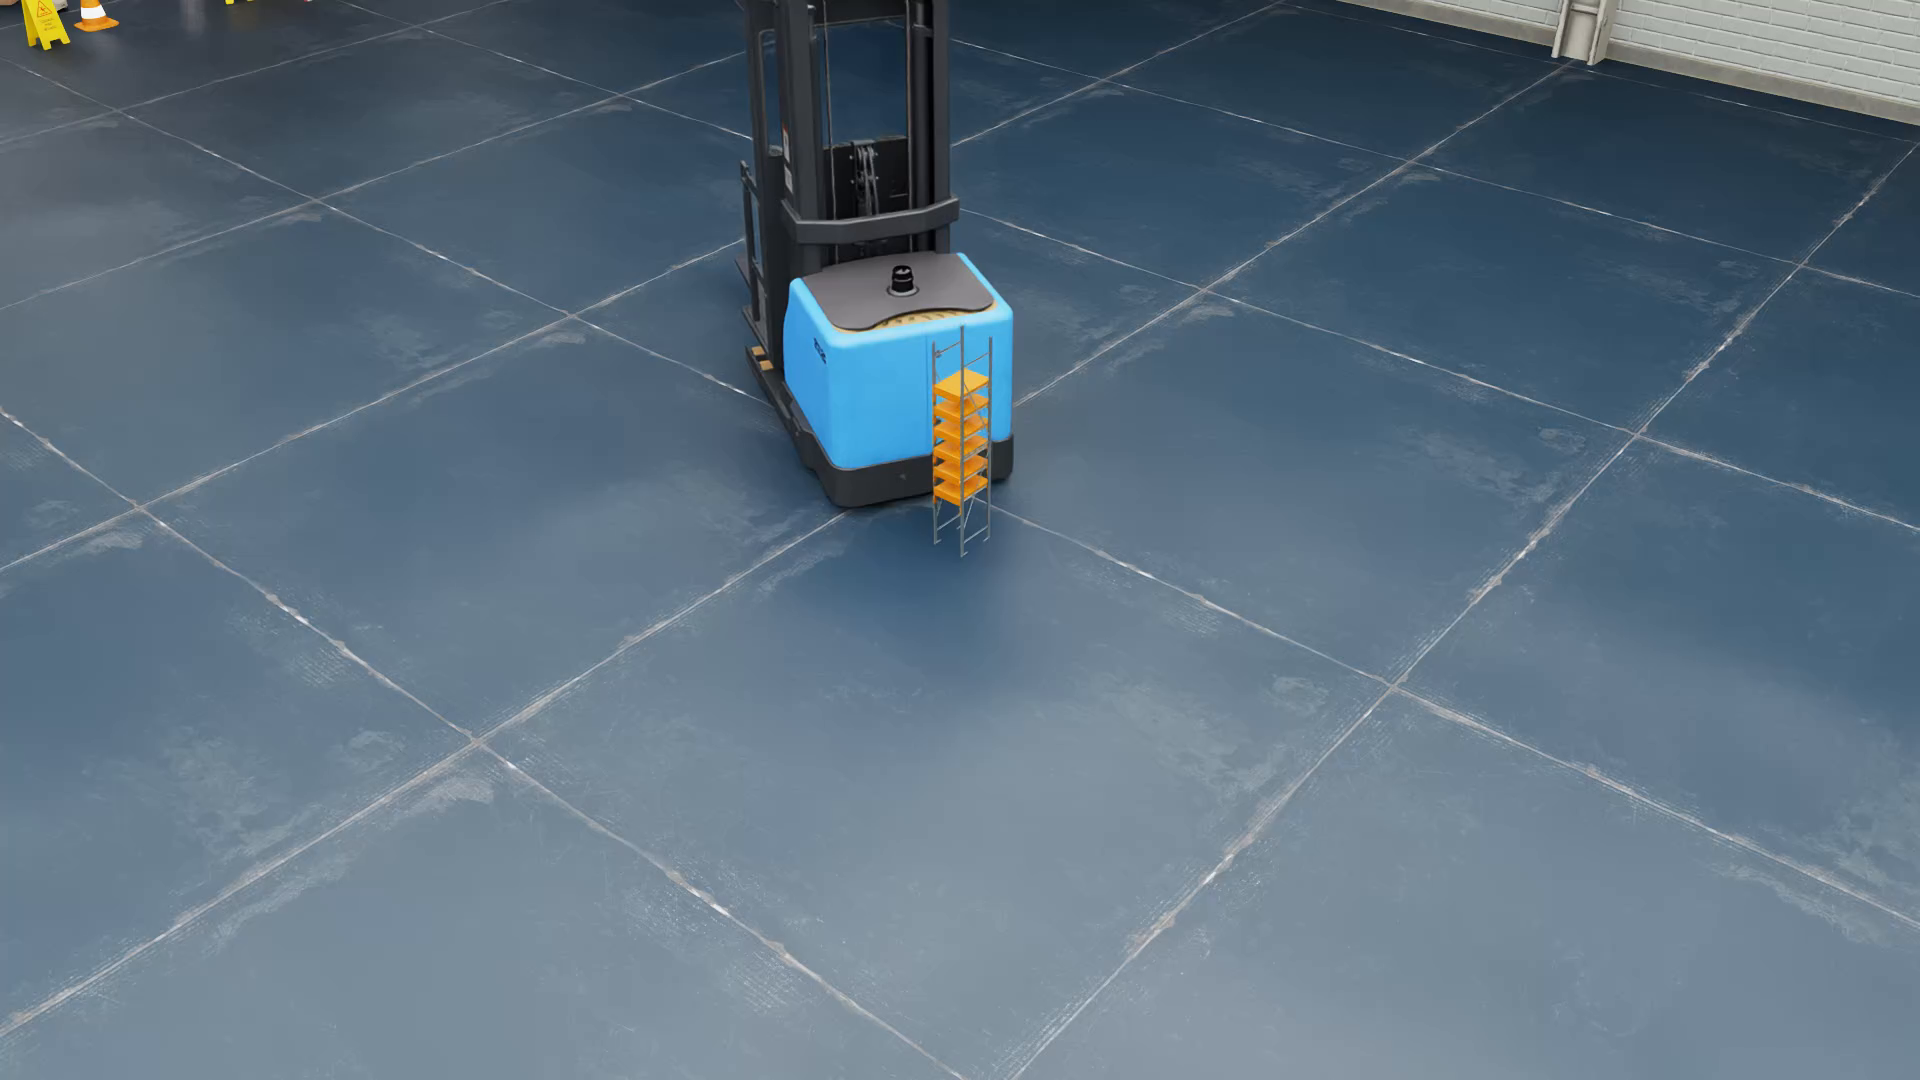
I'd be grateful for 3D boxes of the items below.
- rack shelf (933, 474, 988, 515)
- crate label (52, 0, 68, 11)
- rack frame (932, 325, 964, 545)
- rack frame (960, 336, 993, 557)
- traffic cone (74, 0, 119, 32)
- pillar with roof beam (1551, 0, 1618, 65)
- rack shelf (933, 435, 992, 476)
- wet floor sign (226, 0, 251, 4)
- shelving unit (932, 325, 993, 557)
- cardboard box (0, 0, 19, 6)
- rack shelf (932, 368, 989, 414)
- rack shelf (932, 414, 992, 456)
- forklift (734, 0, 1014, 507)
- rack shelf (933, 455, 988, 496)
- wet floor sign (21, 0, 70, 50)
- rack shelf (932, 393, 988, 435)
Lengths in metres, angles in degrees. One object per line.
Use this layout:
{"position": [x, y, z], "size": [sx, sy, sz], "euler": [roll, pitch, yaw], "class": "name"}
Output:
{"position": [0.011, -0.255, 8.646], "size": [0.180, 0.103, 0.258], "euler": [25, 42, 32], "class": "rack shelf"}
{"position": [-8.991, -5.293, 16.419], "size": [0.298, 0.136, 0.250], "euler": [6, 35, 8], "class": "crate label"}
{"position": [-0.059, -0.523, 8.533], "size": [0.006, 1.200, 0.240], "euler": [25, 42, 32], "class": "rack frame"}
{"position": [0.081, -0.456, 8.437], "size": [0.006, 1.200, 0.240], "euler": [25, 42, 32], "class": "rack frame"}
{"position": [-8.347, -5.170, 15.951], "size": [0.334, 0.463, 0.336], "euler": [25, 42, 32], "class": "traffic cone"}
{"position": [2.940, -6.286, 10.036], "size": [0.400, 9.000, 9.100], "euler": [25, 42, 32], "class": "pillar with roof beam"}
{"position": [0.011, -0.453, 8.510], "size": [0.180, 0.103, 0.258], "euler": [25, 42, 32], "class": "rack shelf"}
{"position": [-7.281, -5.722, 16.594], "size": [0.267, 0.644, 0.232], "euler": [-18, 38, -25], "class": "wet floor sign"}
{"position": [0.011, -0.489, 8.485], "size": [0.189, 1.200, 0.258], "euler": [25, 42, 32], "class": "shelving unit"}
{"position": [-9.712, -5.733, 16.735], "size": [0.637, 0.503, 0.797], "euler": [0, 34, 0], "class": "cardboard box"}
{"position": [0.011, -0.749, 8.306], "size": [0.180, 0.103, 0.258], "euler": [25, 42, 32], "class": "rack shelf"}
{"position": [0.011, -0.552, 8.442], "size": [0.180, 0.103, 0.258], "euler": [25, 42, 32], "class": "rack shelf"}
{"position": [-0.687, -2.214, 9.468], "size": [1.130, 2.935, 3.031], "euler": [-12, 36, -16], "class": "forklift"}
{"position": [0.011, -0.354, 8.578], "size": [0.180, 0.103, 0.258], "euler": [25, 42, 32], "class": "rack shelf"}
{"position": [-8.543, -4.917, 15.422], "size": [0.232, 0.644, 0.267], "euler": [18, 38, 24], "class": "wet floor sign"}
{"position": [0.011, -0.651, 8.374], "size": [0.180, 0.103, 0.258], "euler": [25, 42, 32], "class": "rack shelf"}
